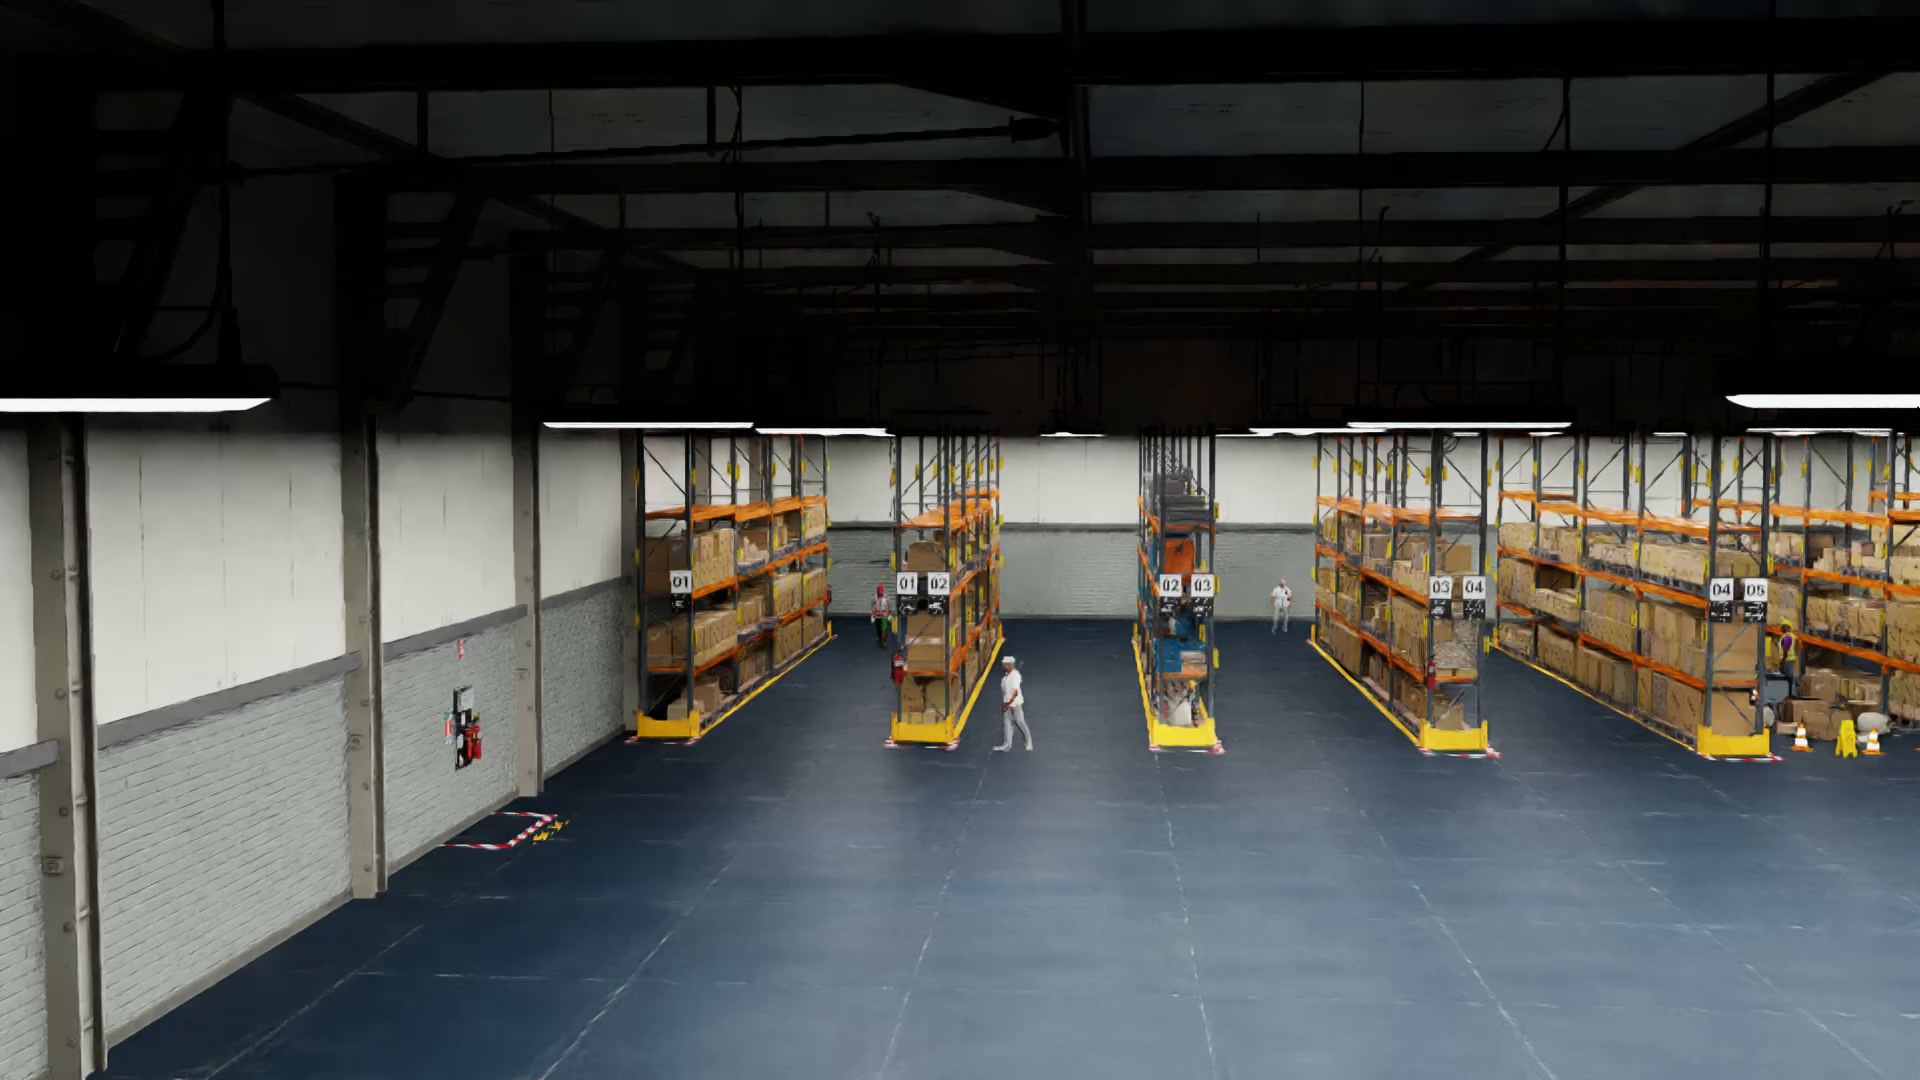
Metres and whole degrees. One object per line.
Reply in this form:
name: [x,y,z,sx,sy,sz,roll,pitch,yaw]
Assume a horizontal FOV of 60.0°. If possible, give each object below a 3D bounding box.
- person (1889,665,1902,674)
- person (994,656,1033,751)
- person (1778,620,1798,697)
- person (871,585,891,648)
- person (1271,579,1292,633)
person: [22.622,2.431,40.179,0.558,1.663,0.572,2,4,28]
person: [0.980,2.998,30.453,0.707,1.763,0.583,-1,4,-23]
person: [18.025,2.616,36.338,0.591,1.760,0.685,2,4,29]
person: [-2.181,2.081,45.573,0.553,1.709,1.123,0,3,7]
person: [9.474,1.948,48.996,0.625,1.607,0.582,0,3,3]
